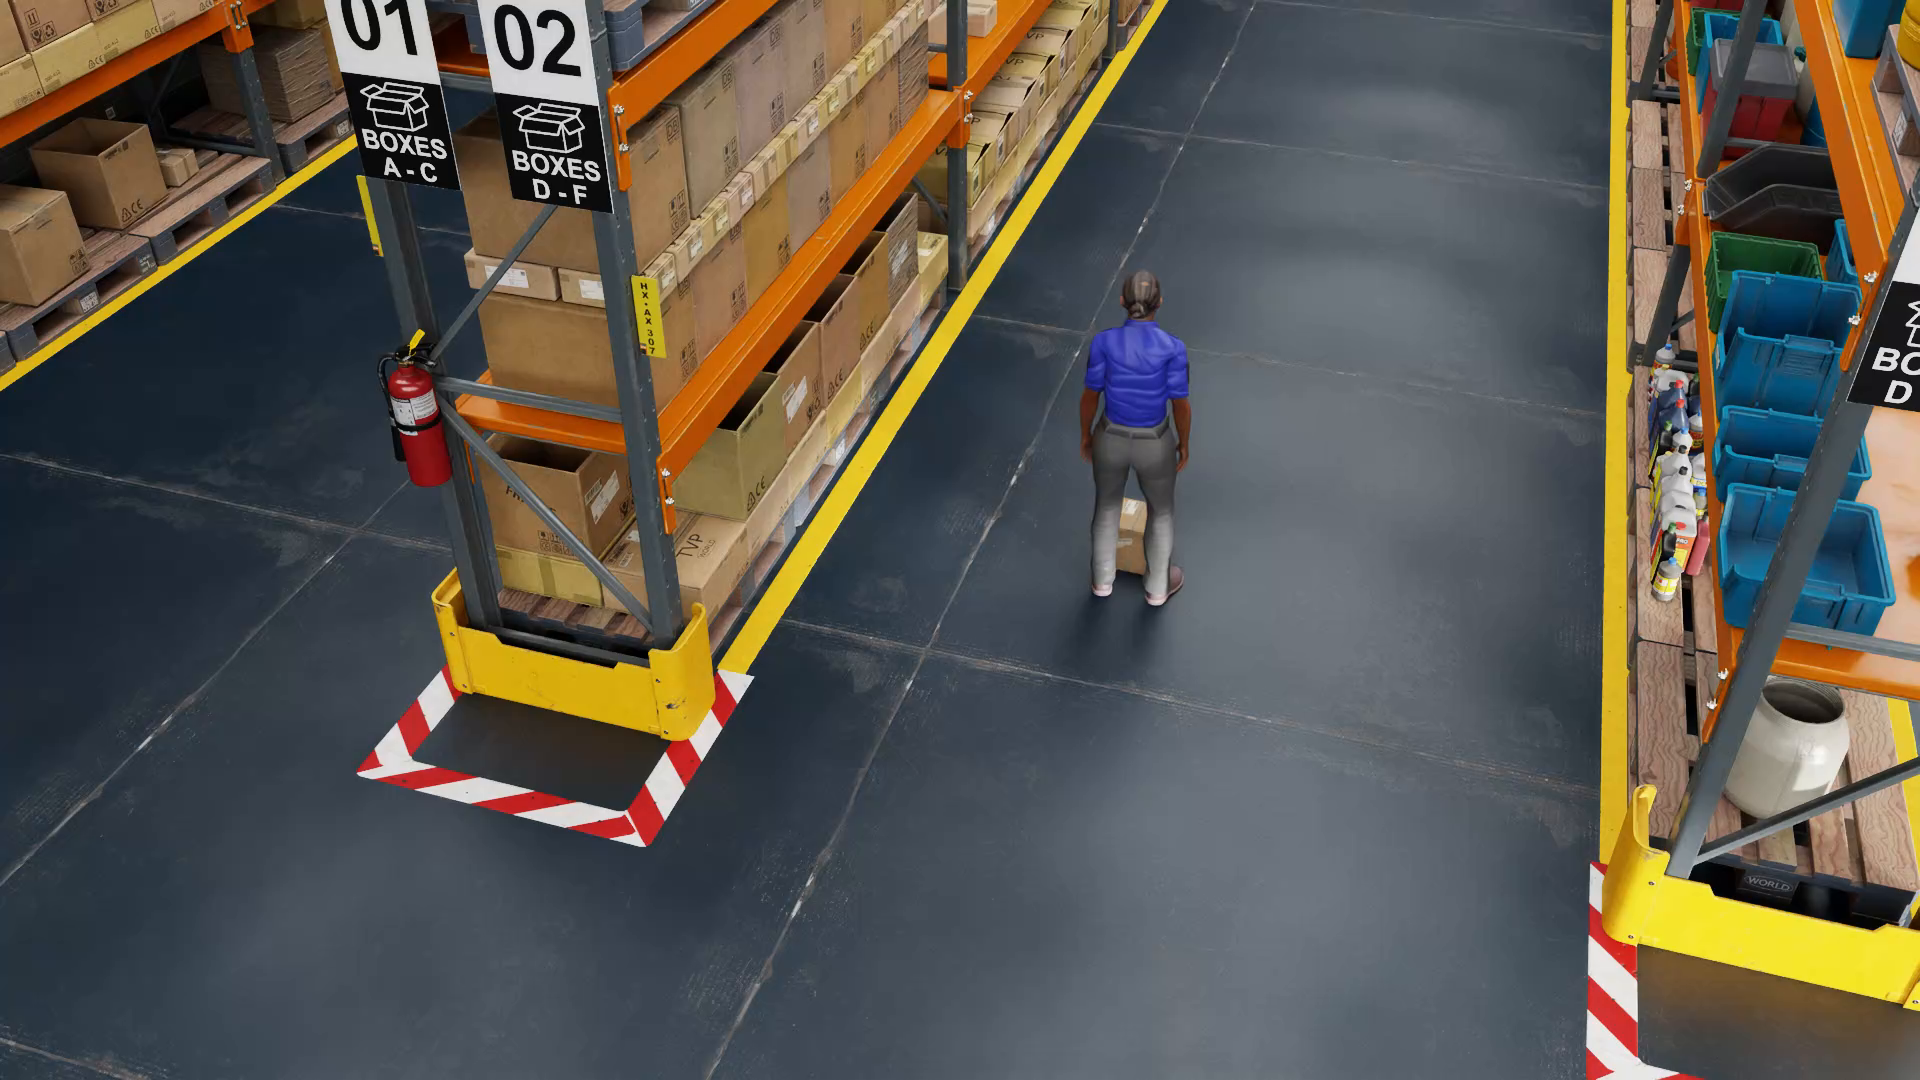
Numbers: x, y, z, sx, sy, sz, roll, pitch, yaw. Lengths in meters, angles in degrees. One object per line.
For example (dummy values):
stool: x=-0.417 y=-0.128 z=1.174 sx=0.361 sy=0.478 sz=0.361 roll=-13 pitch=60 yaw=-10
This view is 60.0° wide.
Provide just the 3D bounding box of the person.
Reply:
person: x=0.795 y=-0.435 z=7.467 sx=0.527 sy=1.653 sz=0.350 roll=8 pitch=38 yaw=11
